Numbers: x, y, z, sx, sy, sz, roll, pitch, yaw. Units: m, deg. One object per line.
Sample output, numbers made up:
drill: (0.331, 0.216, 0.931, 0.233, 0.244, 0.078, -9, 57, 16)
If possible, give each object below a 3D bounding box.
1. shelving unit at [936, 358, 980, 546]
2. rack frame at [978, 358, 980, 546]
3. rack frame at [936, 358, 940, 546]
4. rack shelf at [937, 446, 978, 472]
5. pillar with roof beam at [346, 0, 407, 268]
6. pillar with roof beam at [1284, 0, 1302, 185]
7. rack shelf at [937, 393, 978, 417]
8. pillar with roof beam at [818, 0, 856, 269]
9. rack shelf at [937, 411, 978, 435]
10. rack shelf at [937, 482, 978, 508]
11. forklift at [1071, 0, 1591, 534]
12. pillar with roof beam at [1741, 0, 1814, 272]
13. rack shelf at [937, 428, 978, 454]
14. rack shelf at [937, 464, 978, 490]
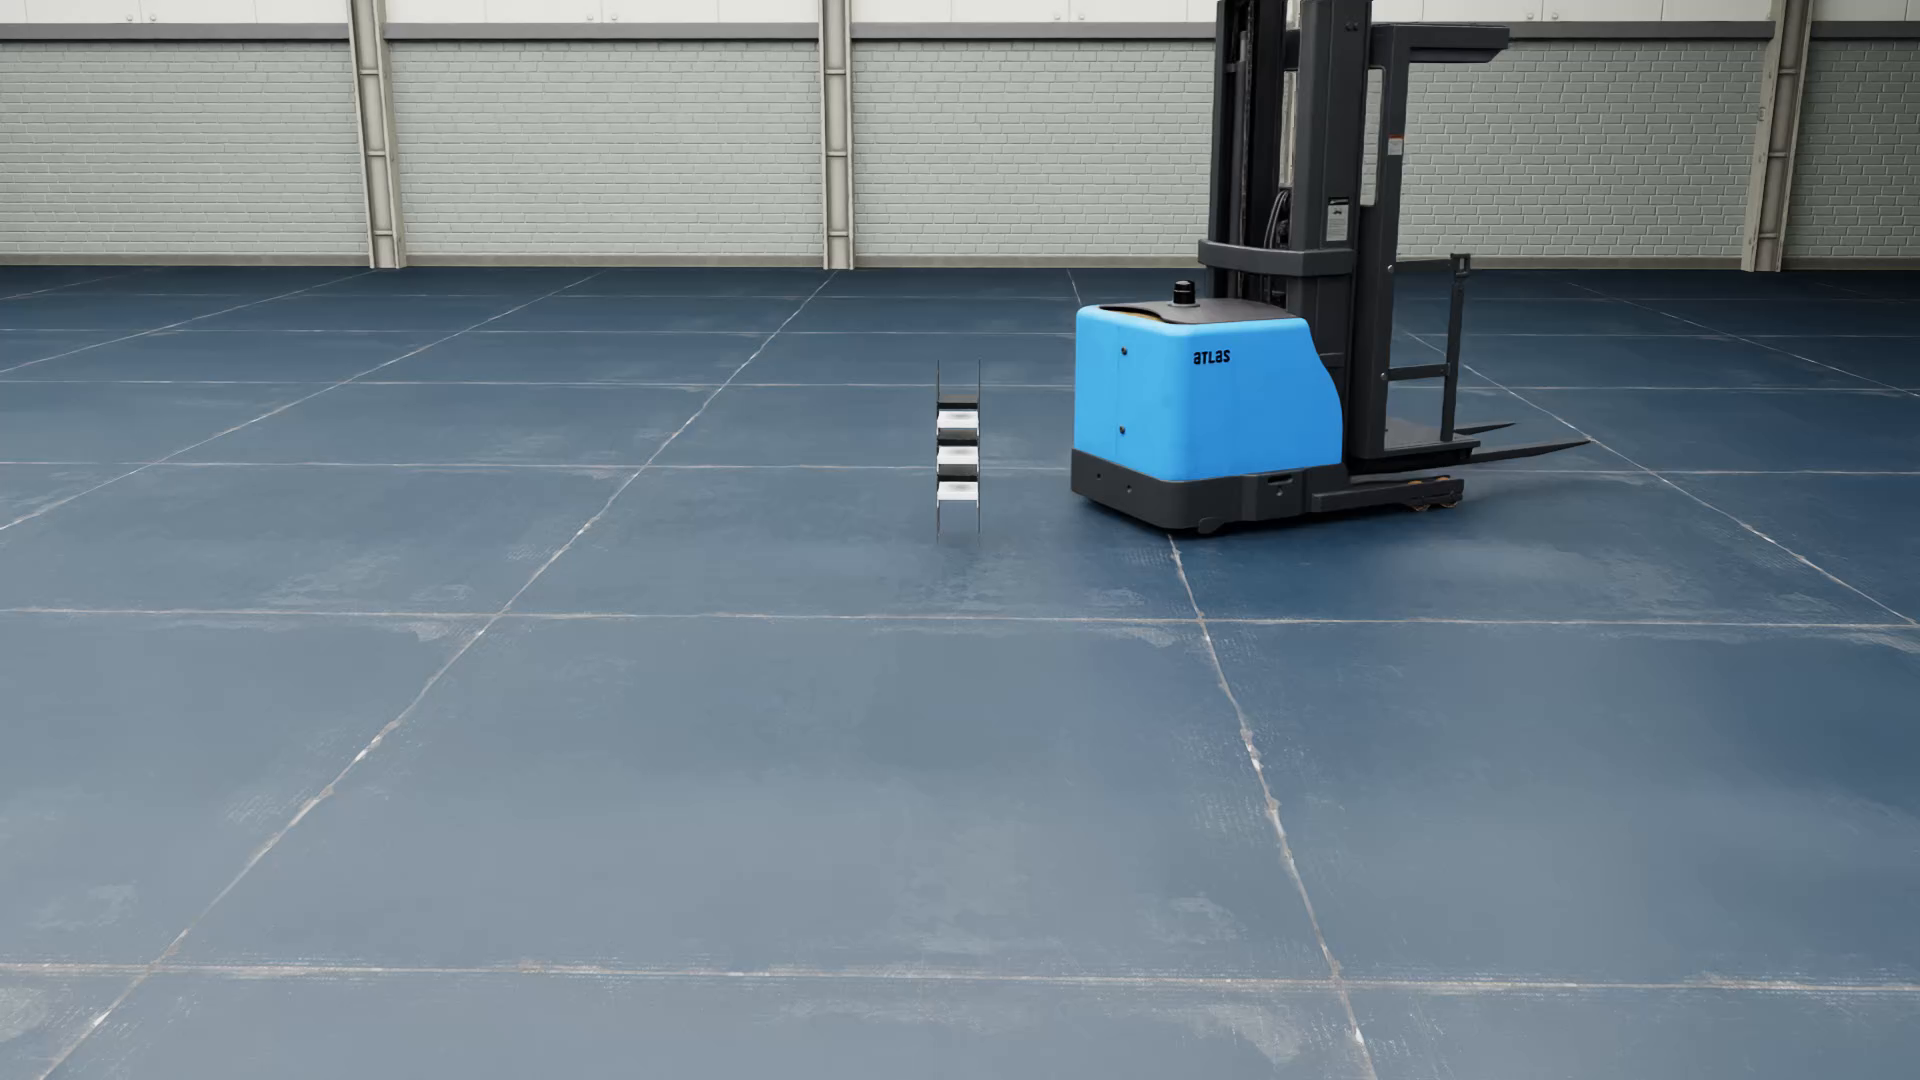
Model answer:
shelving unit: (-0.008, -0.435, 8.225, 0.210, 0.900, 0.258, 0, 15, 1)
rack frame: (0.094, -0.435, 8.223, 0.006, 0.900, 0.240, 0, 15, 1)
rack frame: (-0.110, -0.436, 8.228, 0.006, 0.900, 0.240, 0, 15, 1)
rack shelf: (-0.008, -0.403, 8.234, 0.200, 0.077, 0.258, 0, 15, 1)
pillar with roof beam: (-7.695, -6.879, 16.772, 0.400, 9.000, 9.100, 0, 15, 1)
pillar with roof beam: (4.302, -6.800, 16.475, 0.400, 9.000, 9.100, 0, 15, 1)
rack shelf: (-0.008, -0.664, 8.165, 0.200, 0.077, 0.258, 0, 15, 1)
pillar with roof beam: (-1.697, -6.839, 16.623, 0.400, 9.000, 9.100, 0, 15, 1)
rack shelf: (-0.008, -0.577, 8.188, 0.200, 0.077, 0.258, 0, 15, 1)
rack shelf: (-0.008, -0.229, 8.280, 0.200, 0.077, 0.258, 0, 15, 1)
forklift: (2.159, -1.683, 8.972, 3.031, 2.935, 1.130, -7, 16, -25)
pillar with roof beam: (10.300, -6.761, 16.327, 0.400, 9.000, 9.100, 0, 15, 1)
rack shelf: (-0.008, -0.490, 8.211, 0.200, 0.077, 0.258, 0, 15, 1)
rack shelf: (-0.008, -0.316, 8.257, 0.200, 0.077, 0.258, 0, 15, 1)
